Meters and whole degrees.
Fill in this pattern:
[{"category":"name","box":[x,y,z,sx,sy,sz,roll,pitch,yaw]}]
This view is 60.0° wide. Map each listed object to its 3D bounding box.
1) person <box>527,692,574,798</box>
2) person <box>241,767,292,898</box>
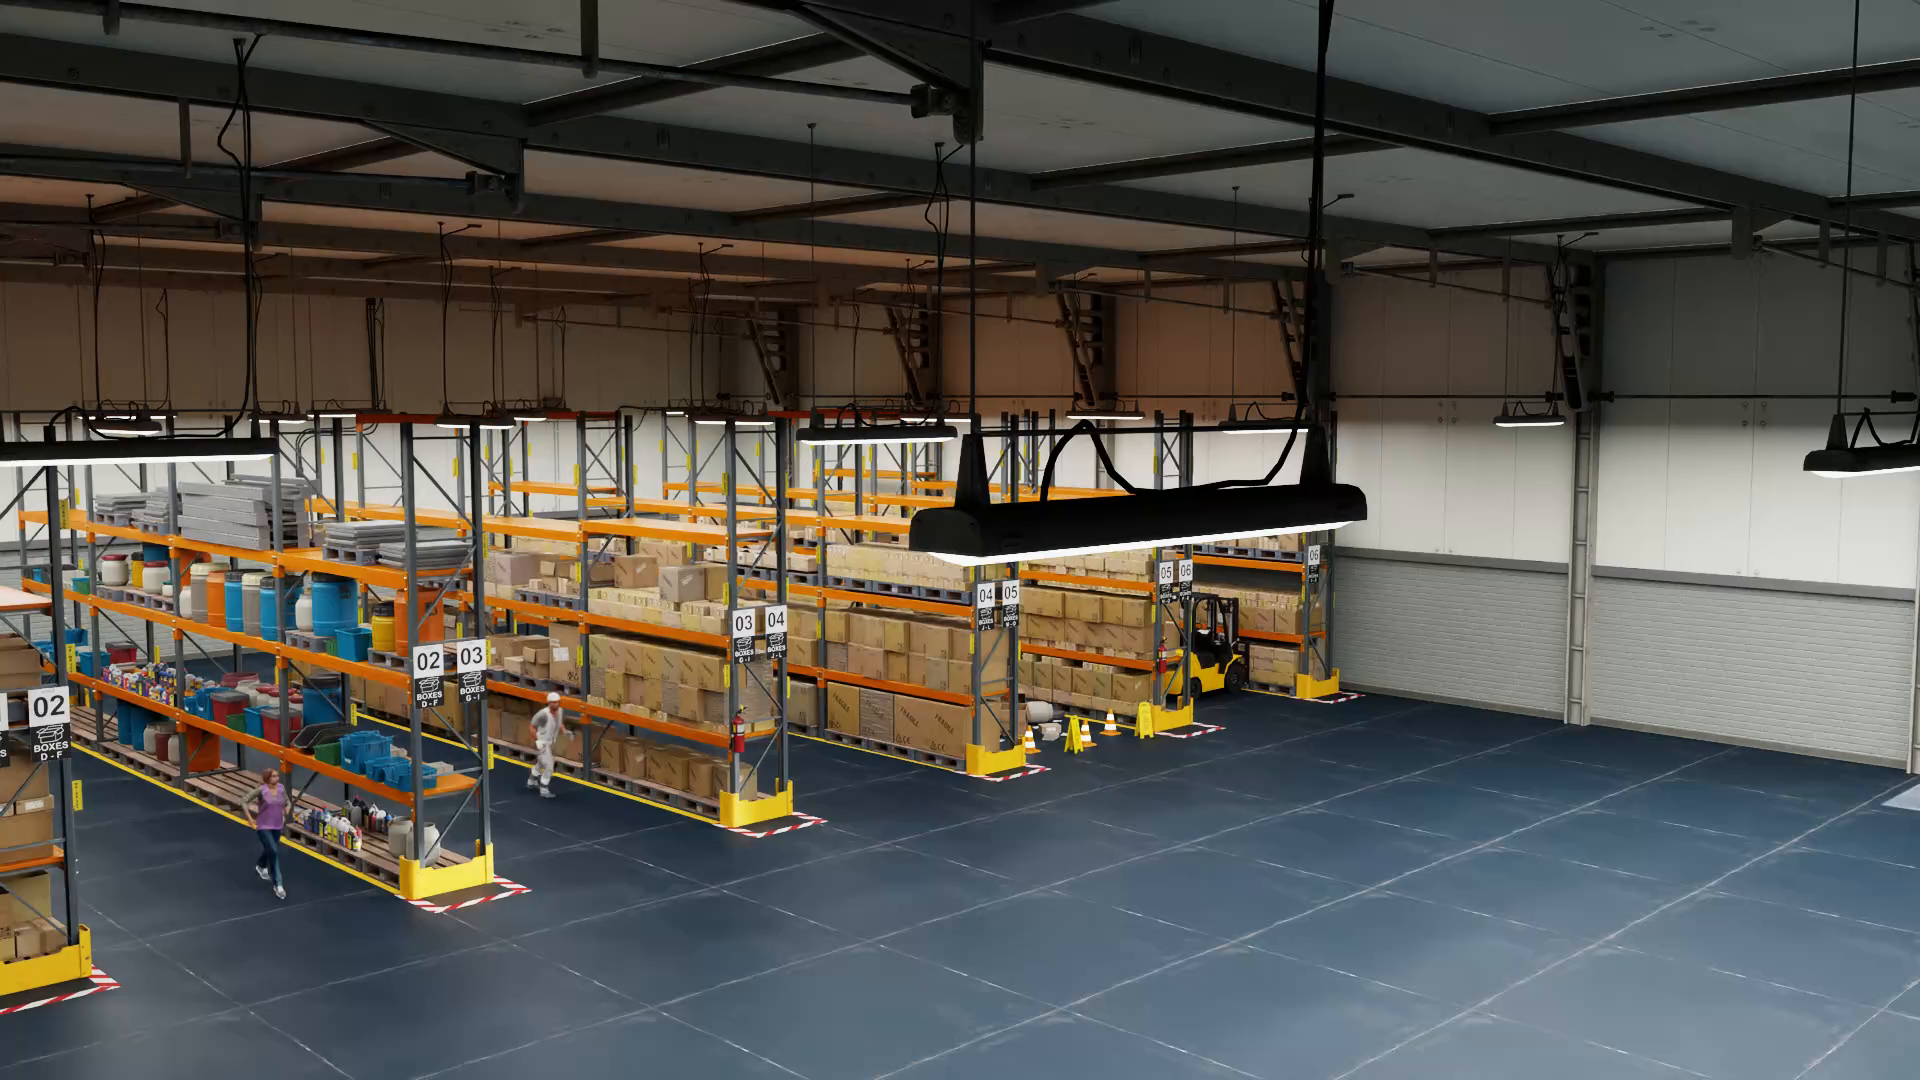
[{"category":"person","box":[-6.540,3.211,26.260,0.919,1.702,0.690,2,5,20]},{"category":"person","box":[-8.840,3.688,21.209,0.869,1.621,0.571,4,6,38]}]
